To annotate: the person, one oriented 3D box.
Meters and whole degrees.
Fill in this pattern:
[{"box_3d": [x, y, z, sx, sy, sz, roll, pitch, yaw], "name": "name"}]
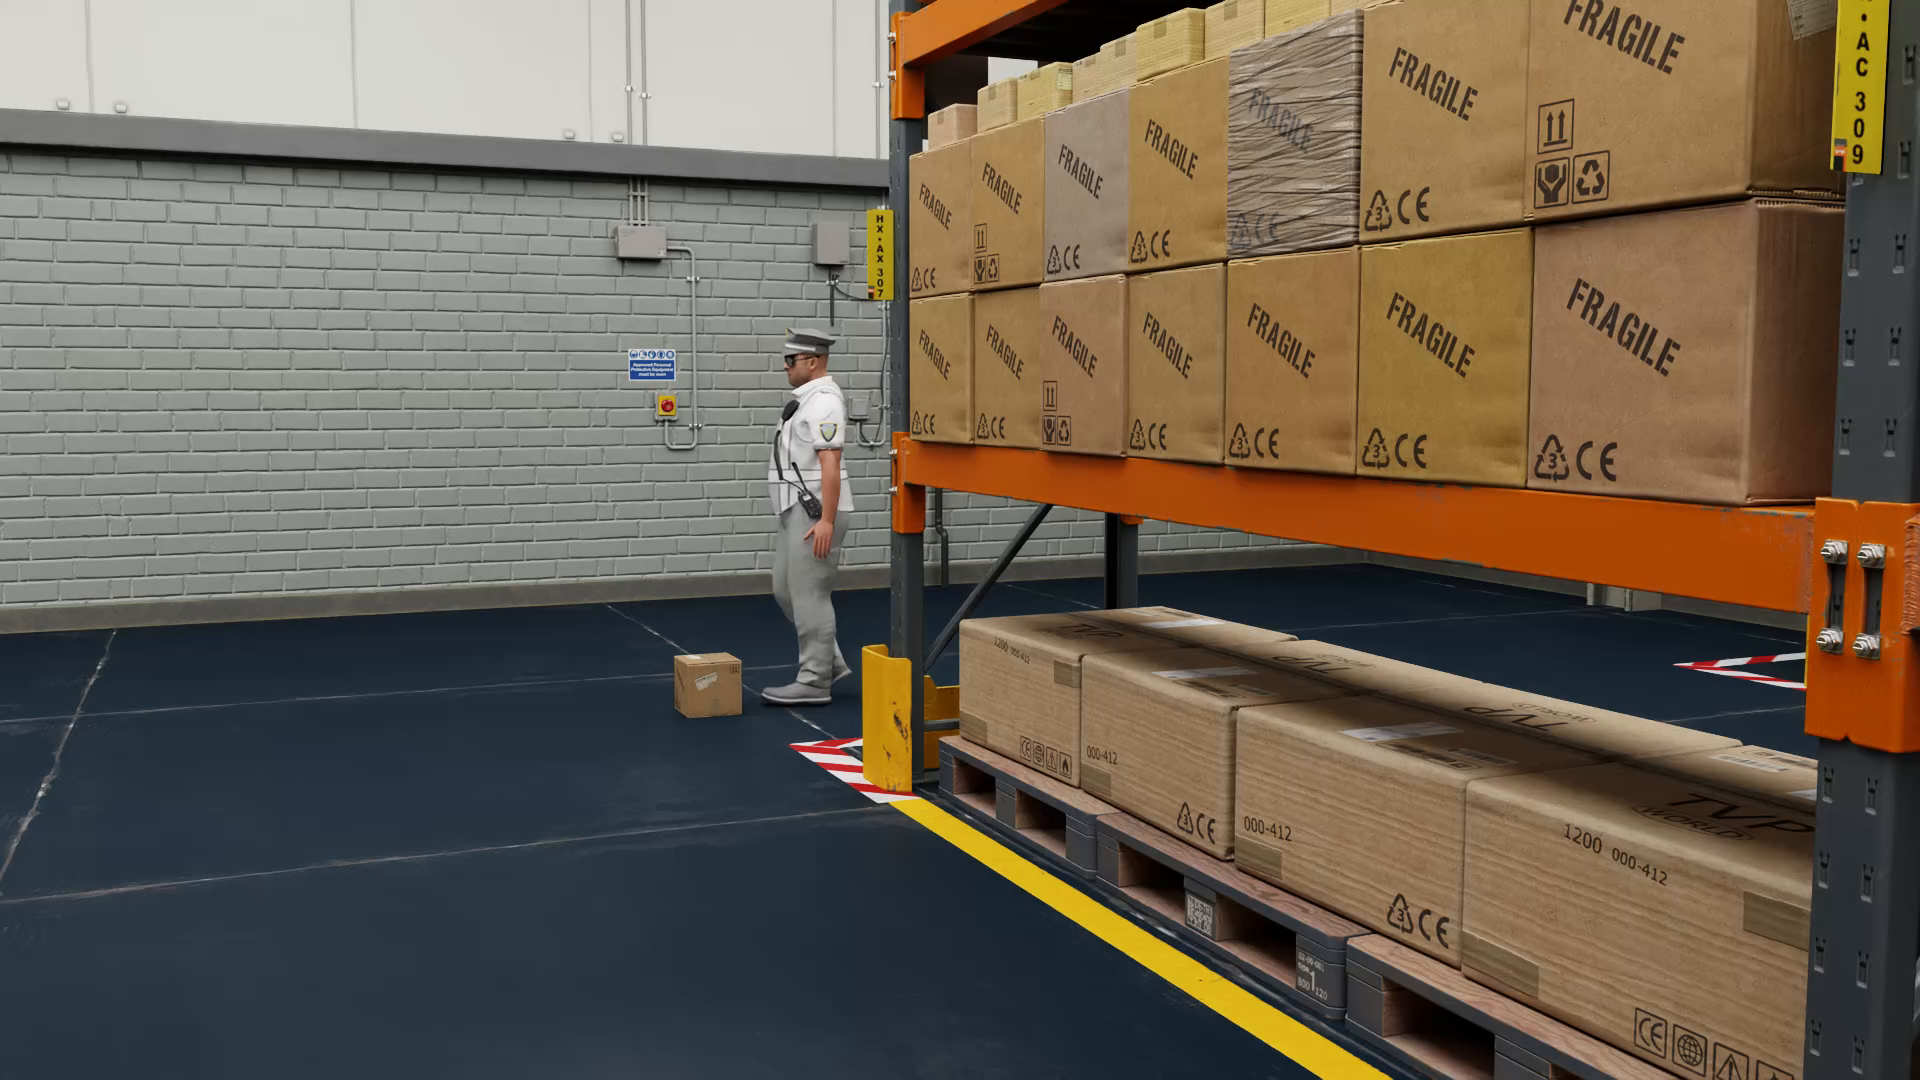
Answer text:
[{"box_3d": [-0.717, -0.085, 7.782, 0.444, 1.809, 0.567, -1, 5, -10], "name": "person"}]
